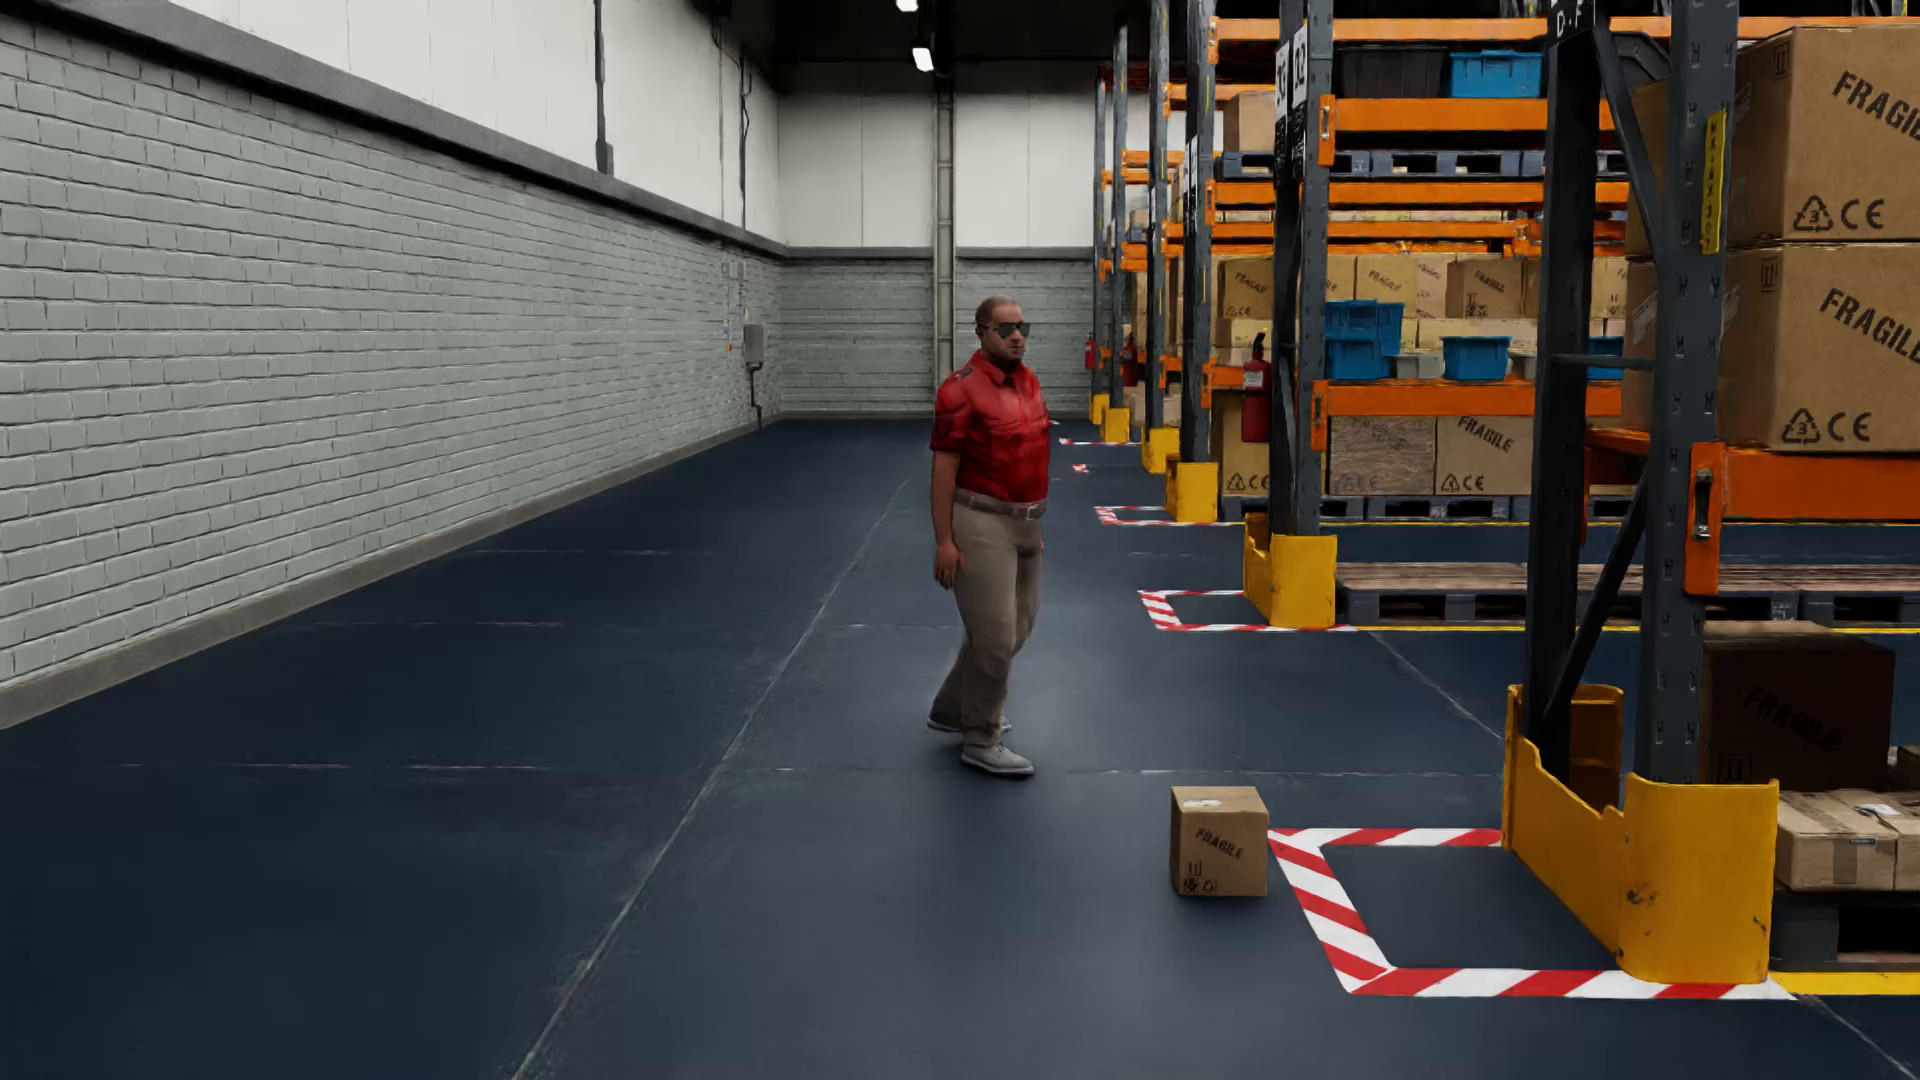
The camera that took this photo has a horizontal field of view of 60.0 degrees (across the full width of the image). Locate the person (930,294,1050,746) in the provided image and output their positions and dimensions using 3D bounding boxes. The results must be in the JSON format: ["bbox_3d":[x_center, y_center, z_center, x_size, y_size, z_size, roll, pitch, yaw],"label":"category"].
[{"bbox_3d":[0.067,-0.064,6.077,0.540,1.644,0.574,5,9,35],"label":"person"}]
